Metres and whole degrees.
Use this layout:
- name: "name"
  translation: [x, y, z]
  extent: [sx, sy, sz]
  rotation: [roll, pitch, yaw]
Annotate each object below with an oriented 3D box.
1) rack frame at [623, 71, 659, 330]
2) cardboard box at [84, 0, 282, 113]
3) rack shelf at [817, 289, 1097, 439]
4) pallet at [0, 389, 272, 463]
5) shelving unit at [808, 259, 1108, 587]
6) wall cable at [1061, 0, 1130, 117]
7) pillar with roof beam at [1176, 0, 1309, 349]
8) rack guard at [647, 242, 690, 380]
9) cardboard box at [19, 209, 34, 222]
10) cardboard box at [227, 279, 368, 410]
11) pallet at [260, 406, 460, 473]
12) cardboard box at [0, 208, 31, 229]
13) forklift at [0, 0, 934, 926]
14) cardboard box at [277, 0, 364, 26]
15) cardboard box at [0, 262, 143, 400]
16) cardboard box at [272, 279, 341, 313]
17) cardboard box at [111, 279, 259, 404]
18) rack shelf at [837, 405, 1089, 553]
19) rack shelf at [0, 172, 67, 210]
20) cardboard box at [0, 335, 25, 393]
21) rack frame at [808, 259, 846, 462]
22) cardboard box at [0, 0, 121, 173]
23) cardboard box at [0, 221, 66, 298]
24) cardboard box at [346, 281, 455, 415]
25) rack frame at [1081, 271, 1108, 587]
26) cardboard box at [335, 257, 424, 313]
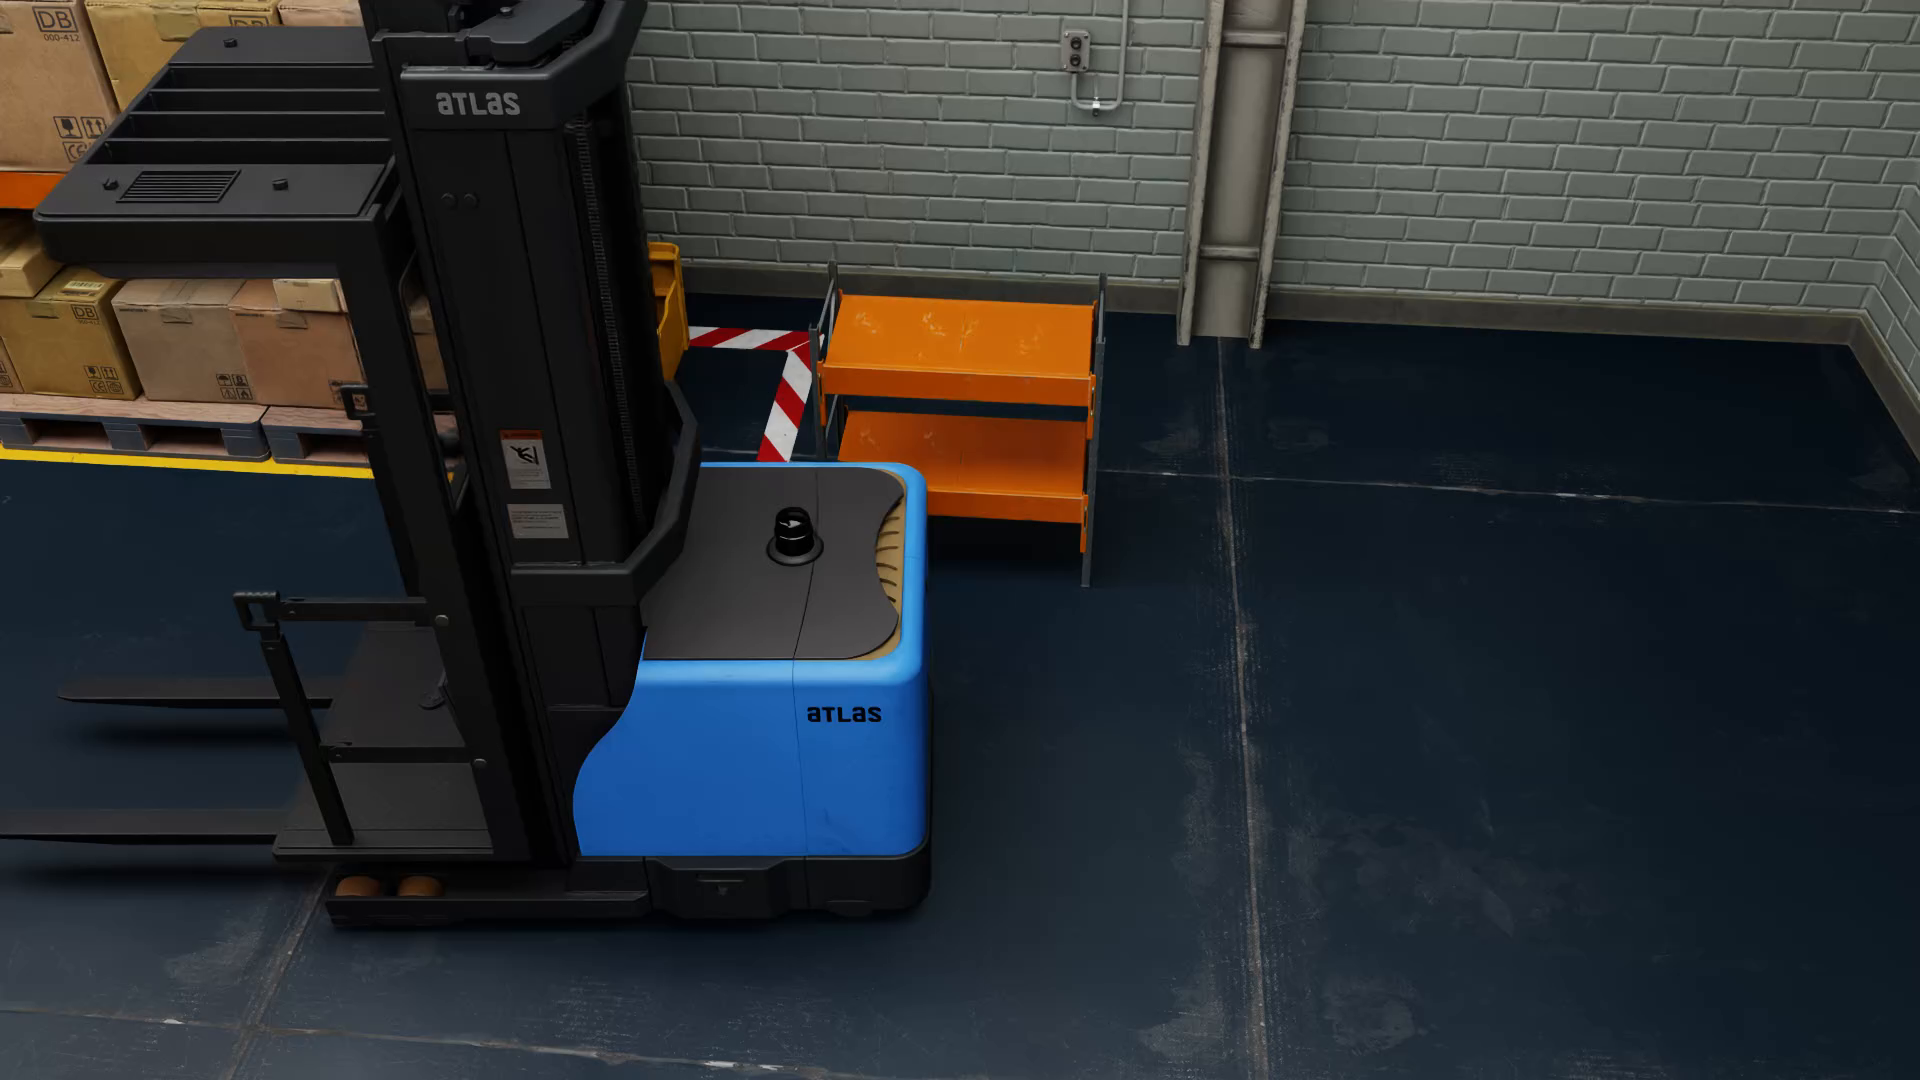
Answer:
- name: "rack frame"
  translation: [-1.522, -1.779, 6.560]
  extent: [0.127, 3.000, 1.000]
  rotation: [3, 39, 4]
- name: "cardboard box"
  translation: [-2.757, -1.950, 6.532]
  extent: [0.700, 0.700, 0.980]
  rotation: [3, 39, 3]
- name: "rack shelf"
  translation: [0.007, -0.663, 6.210]
  extent: [1.000, 0.278, 0.538]
  rotation: [3, 39, 4]
- name: "pallet"
  translation: [-3.537, -0.760, 7.517]
  extent: [1.213, 0.211, 1.003]
  rotation: [3, 39, 4]
- name: "shelving unit"
  translation: [0.007, -0.436, 6.394]
  extent: [1.048, 1.125, 0.538]
  rotation: [3, 39, 4]
- name: "wall cable"
  translation: [-0.165, -2.699, 6.885]
  extent: [1.851, 1.984, 0.084]
  rotation: [3, 39, 4]
- name: "pillar with roof beam"
  translation: [0.871, -1.796, 1.828]
  extent: [0.400, 9.000, 9.100]
  rotation: [3, 39, 4]
- name: "rack guard"
  translation: [-1.498, -0.809, 7.347]
  extent: [0.348, 0.500, 1.175]
  rotation: [3, 39, 4]
- name: "cardboard box"
  translation: [-3.859, -1.414, 7.245]
  extent: [0.250, 0.149, 0.380]
  rotation: [4, 39, 4]
- name: "cardboard box"
  translation: [-2.727, -0.975, 7.220]
  extent: [0.500, 0.500, 0.700]
  rotation: [3, 39, 4]
- name: "pallet"
  translation: [-2.325, -0.692, 7.433]
  extent: [1.213, 0.211, 1.003]
  rotation: [3, 39, 4]
- name: "cardboard box"
  translation: [-4.111, -1.428, 7.262]
  extent: [0.250, 0.149, 0.380]
  rotation: [2, 39, 2]
- name: "forklift"
  translation: [-1.609, -0.254, 4.741]
  extent: [3.031, 2.935, 1.130]
  rotation: [0, 39, 0]
- name: "cardboard box"
  translation: [-2.031, -1.917, 6.492]
  extent: [0.700, 0.700, 0.980]
  rotation: [5, 39, 6]
- name: "cardboard box"
  translation: [-3.760, -1.027, 7.283]
  extent: [0.500, 0.500, 0.700]
  rotation: [4, 39, 5]
- name: "cardboard box"
  translation: [-2.626, -1.106, 6.866]
  extent: [0.250, 0.149, 0.380]
  rotation: [4, 39, 5]
- name: "cardboard box"
  translation: [-3.228, -1.002, 7.253]
  extent: [0.500, 0.500, 0.700]
  rotation: [2, 39, 2]
- name: "rack shelf"
  translation: [0.007, -0.246, 6.549]
  extent: [1.000, 0.278, 0.538]
  rotation: [3, 39, 4]
- name: "rack shelf"
  translation: [-3.515, -1.609, 6.921]
  extent: [4.000, 0.370, 1.077]
  rotation: [3, 39, 4]
- name: "cardboard box"
  translation: [-4.271, -1.056, 7.319]
  extent: [0.500, 0.500, 0.700]
  rotation: [3, 39, 3]
- name: "rack frame"
  translation: [-0.500, -0.464, 6.428]
  extent: [0.032, 1.125, 0.500]
  rotation: [3, 39, 4]
- name: "cardboard box"
  translation: [-3.516, -1.997, 6.590]
  extent: [0.700, 0.700, 0.980]
  rotation: [1, 39, 2]
- name: "cardboard box"
  translation: [-3.925, -1.175, 6.951]
  extent: [0.250, 0.149, 0.380]
  rotation: [2, 39, 3]
- name: "cardboard box"
  translation: [-2.228, -0.948, 7.186]
  extent: [0.500, 0.500, 0.700]
  rotation: [3, 39, 4]
- name: "rack frame"
  translation: [0.513, -0.408, 6.360]
  extent: [0.032, 1.125, 0.500]
  rotation: [3, 39, 4]
- name: "cardboard box"
  translation: [-2.372, -1.092, 6.849]
  extent: [0.250, 0.149, 0.380]
  rotation: [3, 39, 3]
